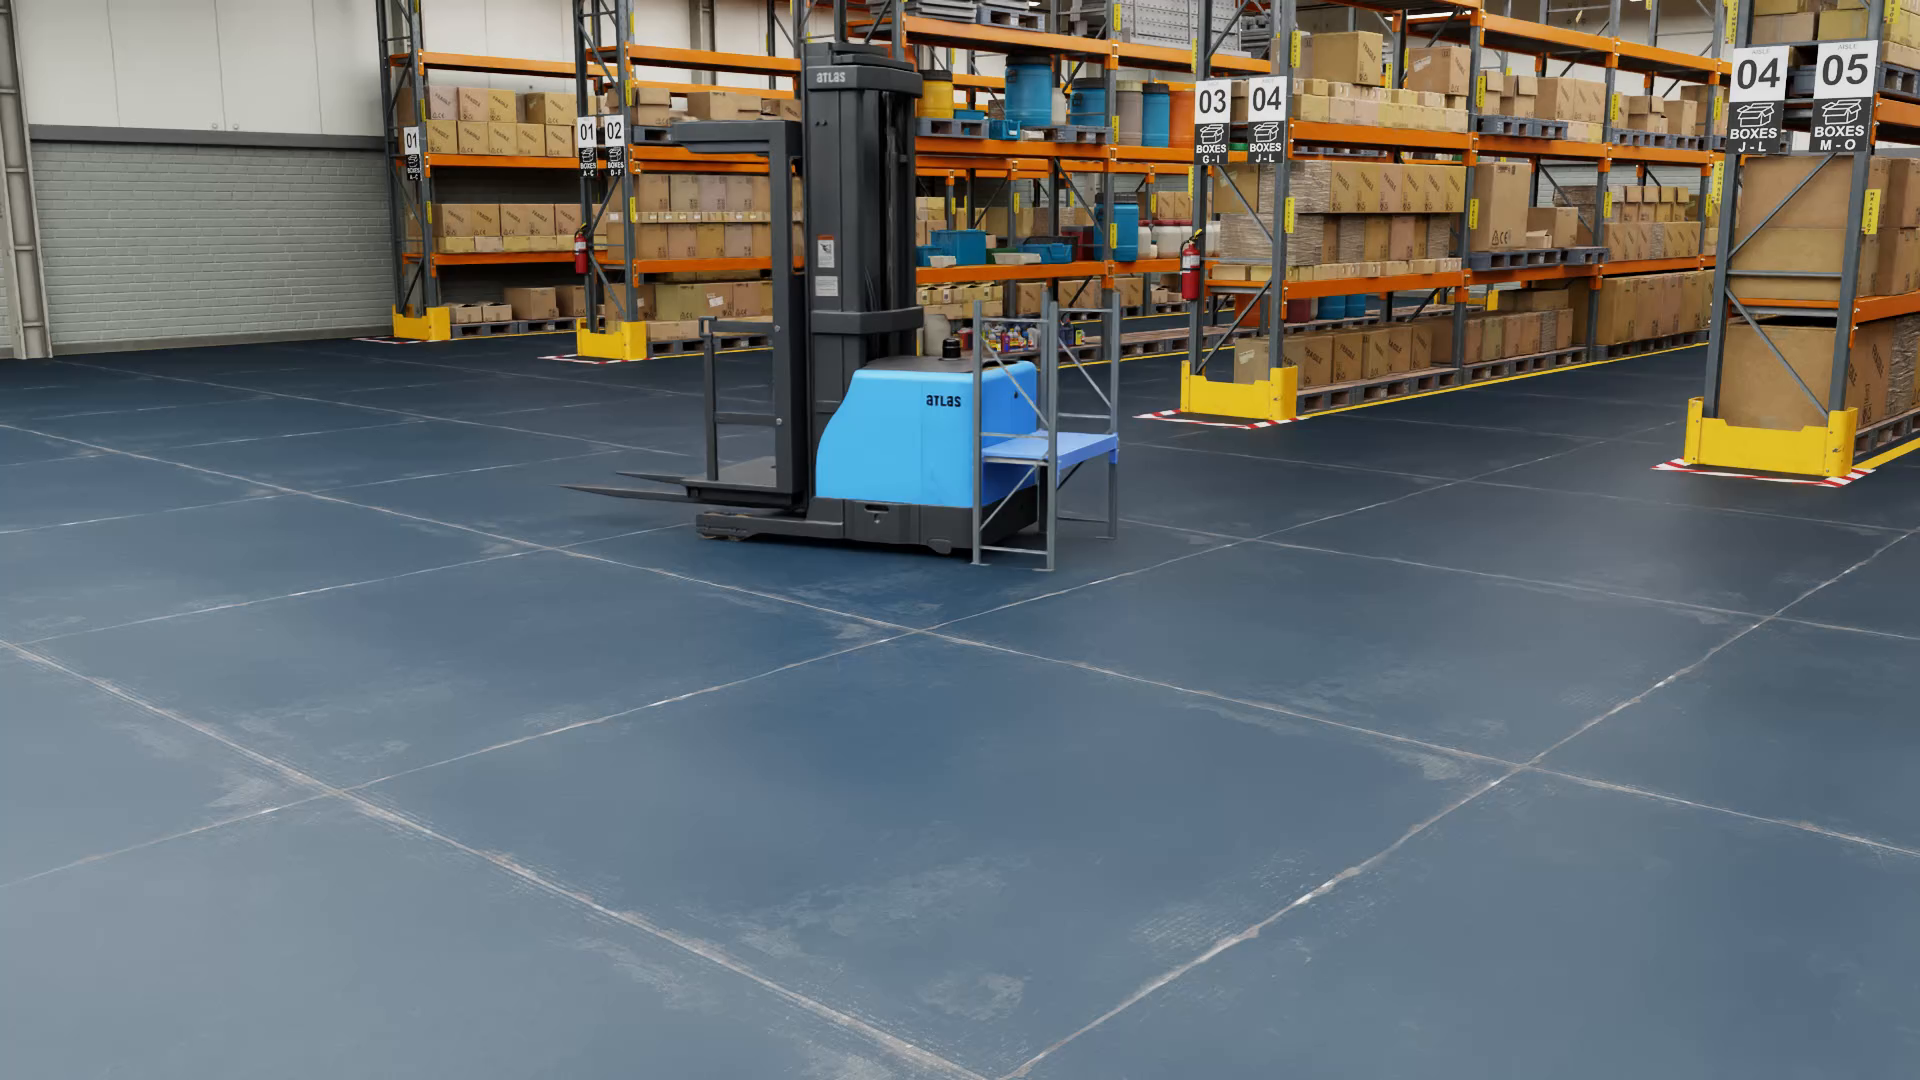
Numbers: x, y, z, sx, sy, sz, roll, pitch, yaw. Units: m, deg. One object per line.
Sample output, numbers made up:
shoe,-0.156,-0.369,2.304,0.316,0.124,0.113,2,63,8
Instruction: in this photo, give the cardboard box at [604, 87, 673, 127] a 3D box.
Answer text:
cardboard box,-4.368,-5.864,22.558,0.637,0.503,0.797,-11,16,-44

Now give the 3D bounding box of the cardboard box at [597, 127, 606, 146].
cardboard box,-5.983,-6.635,27.808,0.500,0.500,0.500,10,15,42

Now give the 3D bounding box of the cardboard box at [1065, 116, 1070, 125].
cardboard box,1.904,-7.263,29.674,0.600,0.600,0.600,9,14,38

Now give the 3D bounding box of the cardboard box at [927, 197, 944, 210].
cardboard box,-0.669,-6.860,33.916,0.500,0.250,0.500,10,15,42

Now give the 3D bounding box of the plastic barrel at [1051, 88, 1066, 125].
plastic barrel,1.176,-5.625,21.698,0.421,0.512,0.421,0,11,0

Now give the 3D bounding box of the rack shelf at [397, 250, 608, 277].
rack shelf,-7.154,-4.565,27.244,1.077,0.370,4.000,10,15,40

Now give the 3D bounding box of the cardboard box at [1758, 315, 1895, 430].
cardboard box,7.325,-1.448,14.155,0.875,0.875,0.875,9,15,39

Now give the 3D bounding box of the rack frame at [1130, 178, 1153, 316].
rack frame,3.171,-5.749,31.336,1.000,3.000,0.127,10,15,40

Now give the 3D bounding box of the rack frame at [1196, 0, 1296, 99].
rack frame,2.688,-5.644,15.494,1.000,3.000,0.127,10,15,40

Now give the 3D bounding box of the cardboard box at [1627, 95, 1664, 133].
cardboard box,9.302,-5.910,23.148,0.797,0.503,0.637,10,15,40

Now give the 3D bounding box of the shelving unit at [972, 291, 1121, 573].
shelving unit,0.517,-0.666,9.718,0.538,1.500,1.048,5,12,24

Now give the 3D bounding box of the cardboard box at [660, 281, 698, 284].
cardboard box,-3.971,-3.475,23.985,0.500,0.500,0.500,10,15,40

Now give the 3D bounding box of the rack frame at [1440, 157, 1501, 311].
rack frame,9.530,-5.696,31.073,1.000,3.000,0.127,10,15,40

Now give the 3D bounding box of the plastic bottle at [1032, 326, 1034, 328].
plastic bottle,0.966,-2.616,21.464,0.061,0.283,0.133,10,15,40

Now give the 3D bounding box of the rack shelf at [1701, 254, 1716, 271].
rack shelf,11.930,-4.409,26.464,1.077,0.370,4.000,10,15,40

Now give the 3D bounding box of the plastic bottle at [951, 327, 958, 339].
plastic bottle,-0.086,-2.573,21.245,0.061,0.283,0.133,10,15,42

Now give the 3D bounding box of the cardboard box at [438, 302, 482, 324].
cardboard box,-7.950,-3.611,26.372,0.500,0.311,0.500,8,14,34

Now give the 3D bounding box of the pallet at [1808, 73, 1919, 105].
pallet,7.634,-3.764,13.967,1.003,0.211,1.213,10,15,40

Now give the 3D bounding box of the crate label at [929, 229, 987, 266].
crate label,-0.020,-3.666,20.815,0.502,0.435,0.616,10,15,40

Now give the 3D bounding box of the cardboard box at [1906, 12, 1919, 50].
cardboard box,7.193,-3.957,13.001,0.500,0.250,0.500,10,15,40

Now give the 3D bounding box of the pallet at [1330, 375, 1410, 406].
pallet,4.107,-1.639,17.881,1.003,0.211,1.213,10,15,40

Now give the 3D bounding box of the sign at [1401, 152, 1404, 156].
sign,7.301,-6.512,27.475,0.100,0.325,0.005,10,15,40

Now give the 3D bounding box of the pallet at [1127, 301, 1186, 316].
pallet,3.625,-4.482,32.115,1.003,0.211,1.213,10,15,40

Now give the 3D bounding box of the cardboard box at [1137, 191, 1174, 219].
cardboard box,3.693,-6.321,31.393,0.500,0.500,0.500,10,15,42

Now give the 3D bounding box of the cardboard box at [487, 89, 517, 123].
cardboard box,-7.338,-6.813,26.145,0.500,0.500,0.500,10,15,42

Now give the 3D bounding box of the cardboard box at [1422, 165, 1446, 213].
cardboard box,4.909,-3.800,18.012,0.500,0.500,0.500,10,15,40

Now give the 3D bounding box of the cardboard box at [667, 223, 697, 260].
cardboard box,-4.090,-4.177,23.212,0.700,0.500,0.500,10,15,42

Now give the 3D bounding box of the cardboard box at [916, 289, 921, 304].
cardboard box,-0.975,-3.882,26.507,0.500,0.311,0.500,9,14,38

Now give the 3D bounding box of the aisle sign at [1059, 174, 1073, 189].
aisle sign,2.361,-8.224,37.091,0.394,0.787,0.004,10,15,40

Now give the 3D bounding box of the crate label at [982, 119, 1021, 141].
crate label,0.452,-4.973,20.173,0.502,0.251,0.408,10,15,40

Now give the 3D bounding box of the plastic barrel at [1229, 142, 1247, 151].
plastic barrel,4.124,-5.871,24.687,0.294,0.245,0.294,0,11,0

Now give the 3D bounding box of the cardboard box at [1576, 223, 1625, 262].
cardboard box,8.494,-3.964,22.146,0.500,0.500,0.500,10,15,42

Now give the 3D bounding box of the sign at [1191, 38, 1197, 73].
sign,2.285,-4.682,16.075,0.100,0.325,0.005,10,15,40

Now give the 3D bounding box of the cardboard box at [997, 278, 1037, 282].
cardboard box,1.005,-4.695,29.403,0.500,0.250,0.500,11,15,42

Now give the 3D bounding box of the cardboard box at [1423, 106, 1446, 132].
cardboard box,4.871,-4.512,17.866,0.500,0.250,0.500,10,15,42

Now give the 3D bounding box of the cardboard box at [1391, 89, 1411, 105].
cardboard box,4.465,-4.604,17.309,0.380,0.149,0.250,11,16,43

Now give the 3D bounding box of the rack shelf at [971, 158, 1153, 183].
rack shelf,1.851,-6.573,29.640,1.077,0.370,4.000,10,15,40

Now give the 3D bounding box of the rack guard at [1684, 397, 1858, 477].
rack guard,6.332,-0.817,13.023,1.175,0.500,0.348,10,15,40

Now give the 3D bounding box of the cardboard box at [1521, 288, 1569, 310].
cardboard box,7.549,-3.134,21.590,0.500,0.250,0.500,11,15,43

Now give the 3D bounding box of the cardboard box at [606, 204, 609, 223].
cardboard box,-5.913,-5.406,28.038,0.500,0.500,0.500,10,15,40

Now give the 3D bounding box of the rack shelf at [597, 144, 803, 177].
rack shelf,-3.430,-5.396,23.747,1.077,0.370,4.000,10,15,40

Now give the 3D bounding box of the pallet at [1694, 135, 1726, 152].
pallet,11.158,-6.014,25.232,1.003,0.211,1.213,10,15,40

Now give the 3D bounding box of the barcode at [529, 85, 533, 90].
barcode,-7.074,-7.465,27.422,0.001,0.075,0.075,10,15,40

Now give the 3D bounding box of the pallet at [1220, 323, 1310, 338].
pallet,4.738,-3.273,26.061,1.003,0.211,1.213,10,15,40

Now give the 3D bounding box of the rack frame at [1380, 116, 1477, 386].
rack frame,5.329,-3.291,19.028,1.000,3.000,0.127,10,15,40

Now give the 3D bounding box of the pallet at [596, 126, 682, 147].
pallet,-4.264,-5.512,22.716,1.003,0.211,1.213,10,15,40

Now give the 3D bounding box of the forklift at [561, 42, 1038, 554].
forklift,-1.081,-1.518,10.326,3.031,2.935,1.130,5,12,22

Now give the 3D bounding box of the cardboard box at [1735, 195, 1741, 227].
cardboard box,11.789,-5.094,25.764,0.500,0.500,0.500,9,15,39

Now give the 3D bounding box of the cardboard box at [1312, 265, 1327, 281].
cardboard box,3.411,-2.659,16.508,0.380,0.149,0.250,10,15,40

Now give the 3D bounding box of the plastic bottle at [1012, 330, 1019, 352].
plastic bottle,0.691,-2.512,20.972,0.097,0.271,0.097,0,11,0

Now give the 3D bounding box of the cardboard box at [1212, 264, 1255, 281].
cardboard box,2.721,-2.648,16.449,0.380,0.149,0.250,10,15,40

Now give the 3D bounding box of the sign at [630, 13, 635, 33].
sign,-5.438,-8.578,27.595,0.100,0.325,0.005,10,15,40

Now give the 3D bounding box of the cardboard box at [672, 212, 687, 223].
cardboard box,-3.992,-4.456,22.952,0.380,0.149,0.250,10,15,41
